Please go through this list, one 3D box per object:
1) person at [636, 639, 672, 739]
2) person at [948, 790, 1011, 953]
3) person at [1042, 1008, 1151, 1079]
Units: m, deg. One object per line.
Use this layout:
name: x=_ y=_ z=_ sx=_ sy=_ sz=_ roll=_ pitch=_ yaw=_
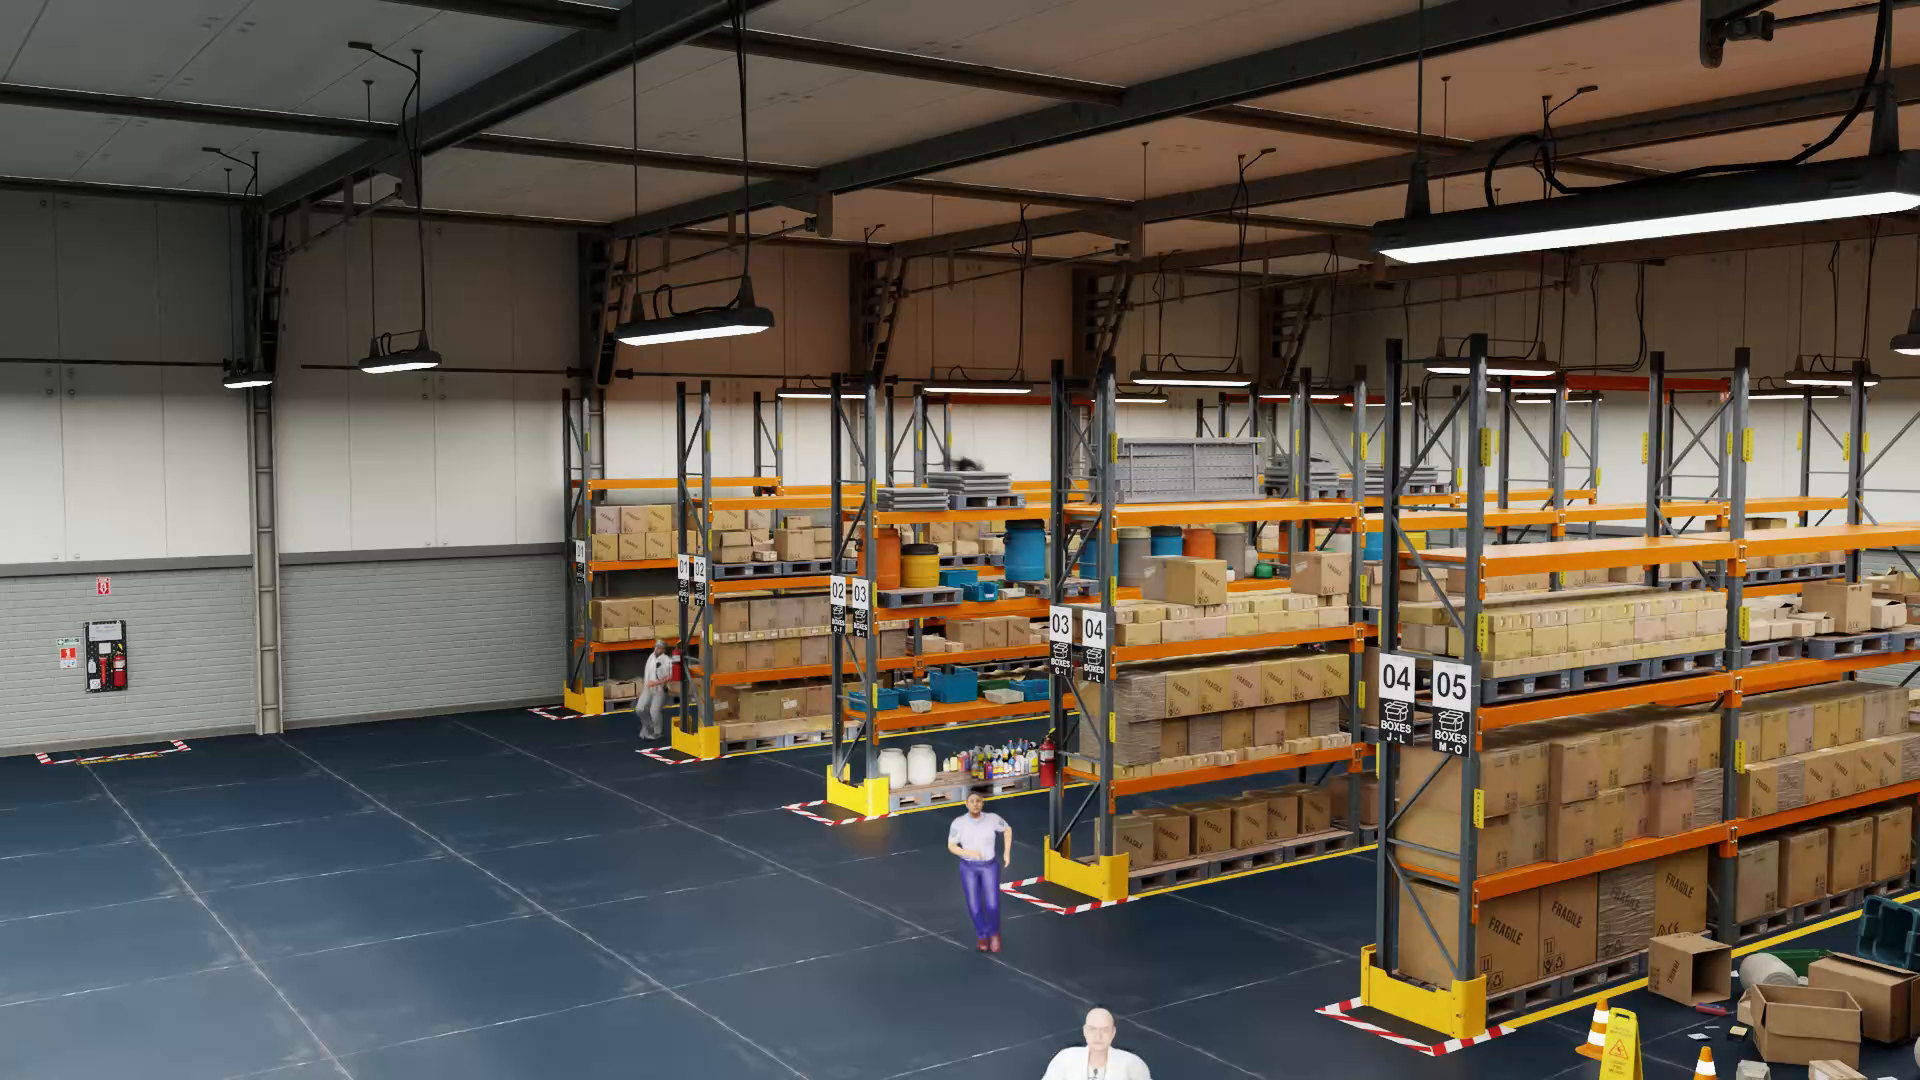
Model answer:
person: x=-5.136 y=2.512 z=27.946 sx=0.711 sy=1.735 sz=0.623 roll=2 pitch=4 yaw=27
person: x=0.189 y=3.299 z=16.535 sx=0.614 sy=1.610 sz=0.593 roll=0 pitch=4 yaw=5
person: x=0.814 y=3.654 z=9.904 sx=0.720 sy=1.745 sz=0.896 roll=1 pitch=4 yaw=9
